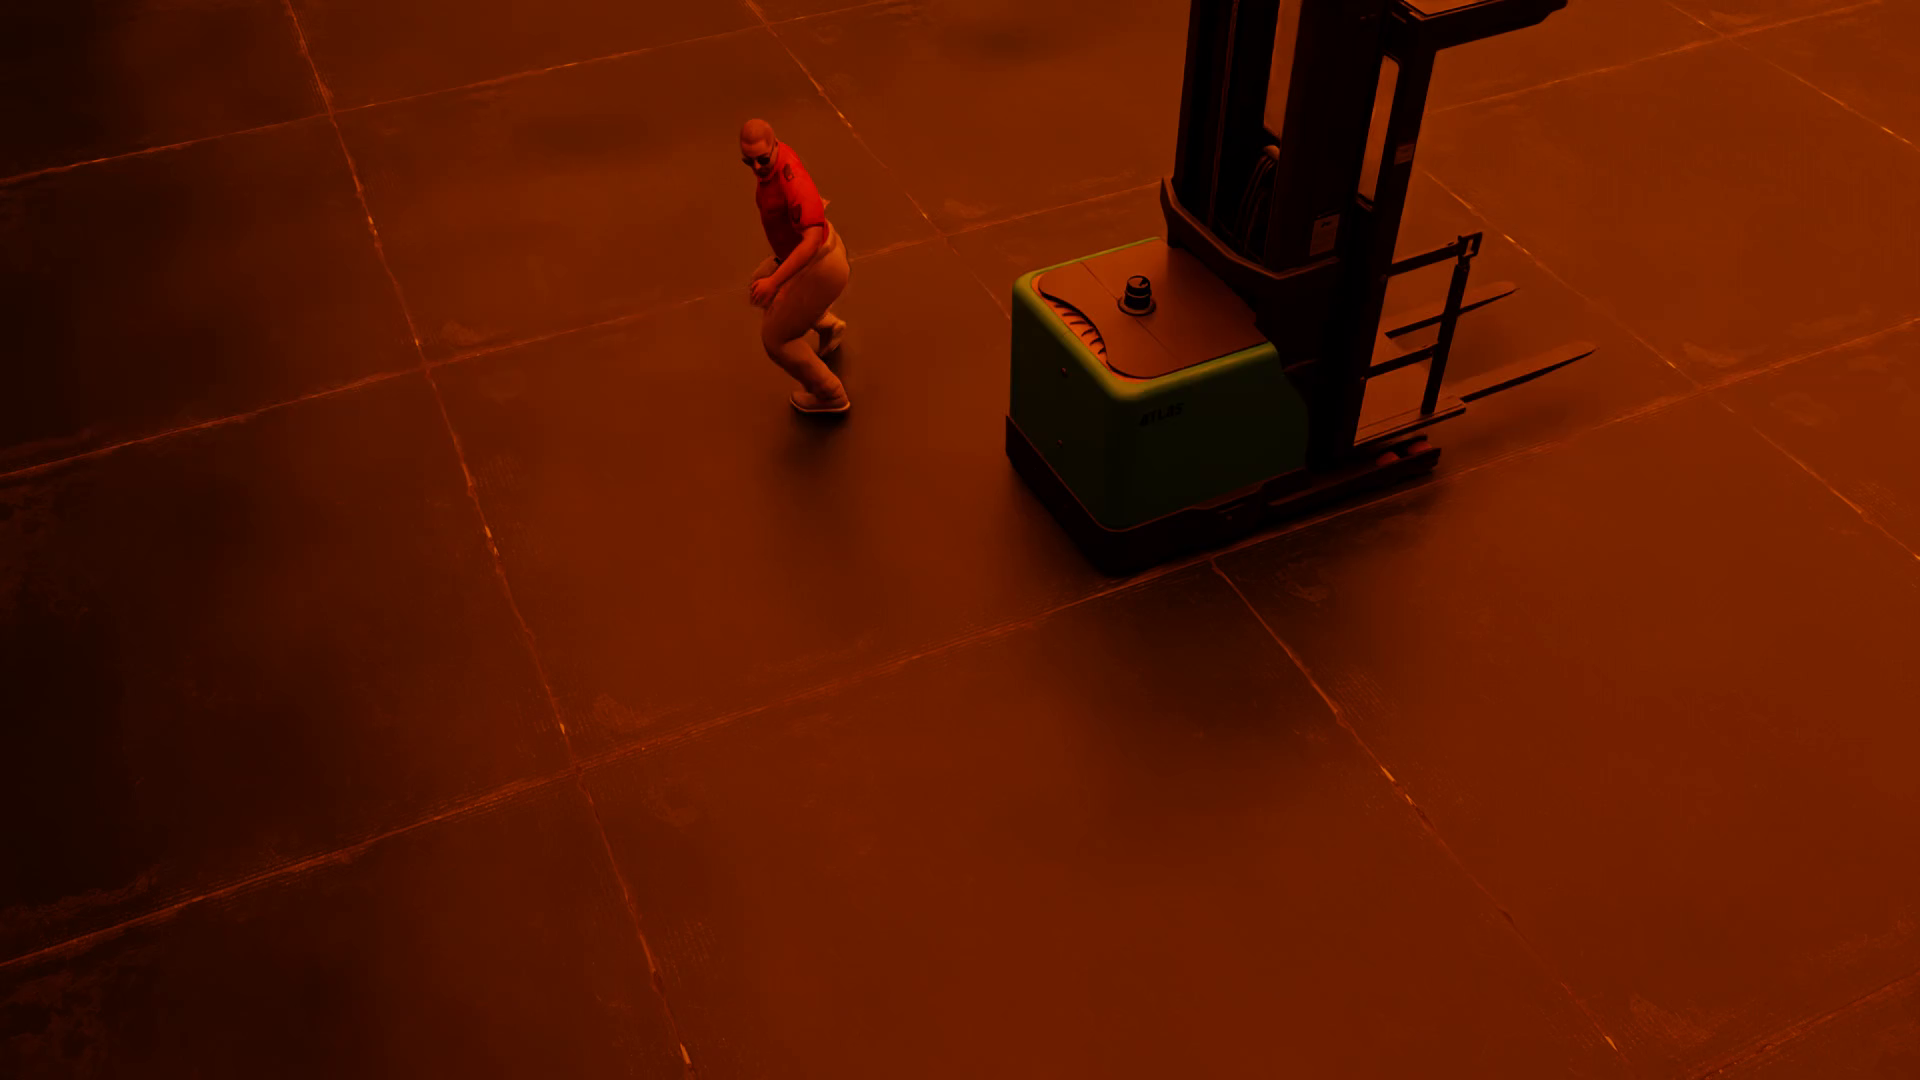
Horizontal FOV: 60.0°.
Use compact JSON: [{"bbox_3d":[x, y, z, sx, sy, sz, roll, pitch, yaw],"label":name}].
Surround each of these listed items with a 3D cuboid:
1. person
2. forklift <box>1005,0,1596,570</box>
[{"bbox_3d":[-0.815,-1.395,8.250,0.503,1.628,1.003,-6,43,-7],"label":"person"},{"bbox_3d":[1.776,-1.638,7.436,3.031,2.935,1.130,-19,46,-19],"label":"forklift"}]
